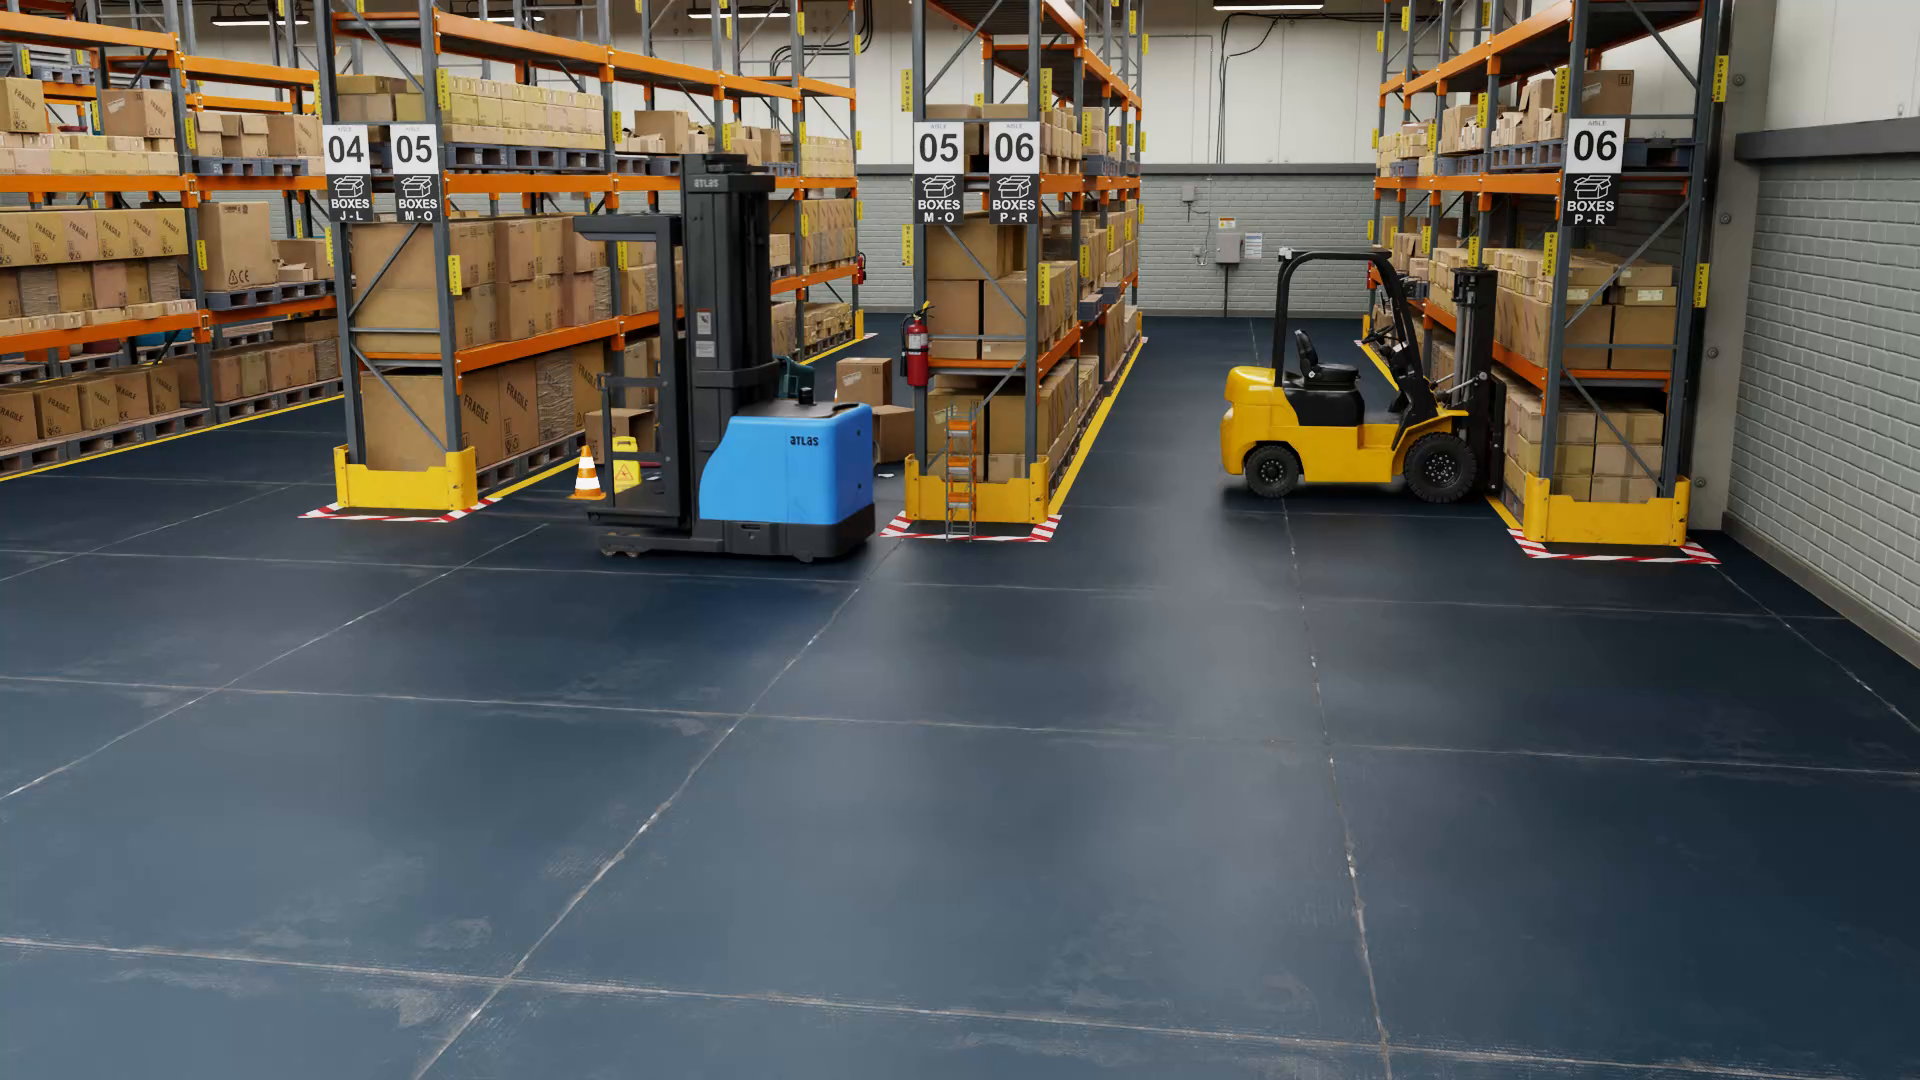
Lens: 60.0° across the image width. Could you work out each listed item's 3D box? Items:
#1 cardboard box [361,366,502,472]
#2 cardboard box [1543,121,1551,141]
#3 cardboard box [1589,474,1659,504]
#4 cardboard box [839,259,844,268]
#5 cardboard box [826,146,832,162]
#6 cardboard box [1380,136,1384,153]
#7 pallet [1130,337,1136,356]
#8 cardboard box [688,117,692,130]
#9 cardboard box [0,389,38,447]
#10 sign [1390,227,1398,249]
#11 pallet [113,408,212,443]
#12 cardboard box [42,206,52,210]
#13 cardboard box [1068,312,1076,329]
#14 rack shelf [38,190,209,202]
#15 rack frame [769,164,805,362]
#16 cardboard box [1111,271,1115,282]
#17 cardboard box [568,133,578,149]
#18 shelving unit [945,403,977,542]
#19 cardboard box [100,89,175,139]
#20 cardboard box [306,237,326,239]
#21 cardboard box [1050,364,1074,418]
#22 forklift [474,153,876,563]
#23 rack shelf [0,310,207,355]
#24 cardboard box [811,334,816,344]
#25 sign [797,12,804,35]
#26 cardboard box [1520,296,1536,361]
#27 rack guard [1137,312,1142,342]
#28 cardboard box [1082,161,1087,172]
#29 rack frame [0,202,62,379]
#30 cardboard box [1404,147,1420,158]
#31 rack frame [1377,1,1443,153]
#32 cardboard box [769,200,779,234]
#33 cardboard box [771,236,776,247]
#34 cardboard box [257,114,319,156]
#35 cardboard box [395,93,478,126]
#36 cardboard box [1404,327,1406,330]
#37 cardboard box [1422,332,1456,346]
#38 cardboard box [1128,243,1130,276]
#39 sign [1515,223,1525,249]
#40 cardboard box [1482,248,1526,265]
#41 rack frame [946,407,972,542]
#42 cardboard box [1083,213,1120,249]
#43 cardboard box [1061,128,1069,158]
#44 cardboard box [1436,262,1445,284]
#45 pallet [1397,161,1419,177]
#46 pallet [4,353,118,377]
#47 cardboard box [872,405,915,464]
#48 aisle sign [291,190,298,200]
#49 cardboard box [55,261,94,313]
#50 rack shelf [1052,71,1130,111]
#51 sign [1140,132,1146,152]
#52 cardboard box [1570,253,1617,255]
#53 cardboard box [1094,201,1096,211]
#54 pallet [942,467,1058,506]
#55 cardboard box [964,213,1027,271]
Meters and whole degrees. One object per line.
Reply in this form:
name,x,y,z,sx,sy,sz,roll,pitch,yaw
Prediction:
cardboard box,-4.738,-1.086,14.960,0.875,0.875,0.875,2,12,9
cardboard box,4.862,-3.257,13.228,0.380,0.149,0.250,2,12,7
cardboard box,5.303,-0.434,13.417,0.500,0.250,0.500,2,12,9
cardboard box,-2.203,-4.750,28.510,0.380,0.149,0.250,2,12,10
cardboard box,-2.384,-6.323,27.260,0.500,0.250,0.500,1,12,6
cardboard box,7.082,-6.401,26.918,0.500,0.250,0.500,2,12,8
pallet,2.354,-3.182,27.258,1.003,0.211,1.213,2,12,9
cardboard box,-3.742,-5.424,21.866,0.396,0.266,0.258,2,12,9
cardboard box,-9.492,-1.196,16.361,0.500,0.500,0.500,5,13,23
sign,6.343,-4.414,24.300,0.100,0.325,0.005,2,12,9
pallet,-9.116,-1.287,18.462,1.003,0.211,1.213,2,12,9
cardboard box,-16.939,-5.833,30.330,0.500,0.500,0.500,2,12,10
cardboard box,0.965,-2.218,16.761,0.380,0.149,0.250,2,12,10
rack shelf,-13.019,-5.315,25.123,1.077,0.370,4.000,2,12,9
rack frame,-2.932,-4.274,25.707,1.000,3.000,0.127,2,12,9
cardboard box,1.831,-3.539,22.652,0.500,0.250,0.500,2,12,11
cardboard box,-4.019,-3.961,16.495,0.380,0.149,0.250,2,12,9
shelving unit,0.008,-0.524,12.934,0.215,1.050,0.252,2,12,9
cardboard box,-8.865,-4.594,17.939,0.500,0.500,0.500,2,12,7
cardboard box,-8.476,-3.764,22.104,0.500,0.500,0.500,0,12,2
cardboard box,0.842,-1.460,16.396,0.500,0.500,0.500,2,12,10
forklift,-2.230,-1.415,12.604,3.031,2.935,1.130,3,13,14
rack shelf,-9.355,-2.023,16.967,1.077,0.370,4.000,2,12,9
cardboard box,-2.517,-3.207,26.523,0.380,0.149,0.250,2,12,10
sign,-2.383,-7.724,24.882,0.100,0.325,0.005,2,12,9
cardboard box,4.940,-1.744,13.730,0.500,0.500,0.500,2,12,10
rack guard,2.594,-3.751,29.210,1.175,0.500,0.348,2,12,9
cardboard box,1.153,-4.501,19.392,0.797,0.503,0.637,2,12,9
rack frame,-13.326,-3.784,23.431,1.000,3.000,0.127,2,12,9
cardboard box,6.286,-5.311,22.757,0.380,0.149,0.250,2,12,8
rack frame,7.495,-7.740,27.549,1.000,3.000,0.127,2,12,9
cardboard box,-3.127,-5.064,26.054,0.500,0.500,0.500,1,12,7
cardboard box,-2.923,-4.393,24.447,0.380,0.149,0.250,2,12,8
cardboard box,-8.418,-5.066,20.836,0.500,0.500,0.500,2,12,10
cardboard box,-4.450,-3.661,14.157,0.500,0.250,0.500,2,12,9
cardboard box,6.511,-2.754,23.587,0.500,0.500,0.500,2,12,8
cardboard box,6.091,-2.554,21.120,0.380,0.149,0.250,1,12,6
cardboard box,2.387,-4.378,25.949,0.500,0.500,0.500,2,12,9
sign,6.814,-3.691,20.251,0.100,0.325,0.005,2,12,9
cardboard box,5.307,-2.764,16.217,0.380,0.149,0.250,2,12,10
rack frame,-0.011,-0.499,12.816,0.200,1.050,0.008,2,12,9
cardboard box,1.985,-4.359,23.487,0.500,0.500,0.500,2,12,10
cardboard box,0.710,-3.590,15.063,0.500,0.250,0.500,2,12,10
cardboard box,5.877,-3.125,19.541,0.500,0.250,0.500,2,12,10
pallet,6.554,-5.000,22.400,1.213,0.211,1.003,2,12,9
pallet,-13.246,-2.586,24.493,1.003,0.211,1.213,2,12,9
cardboard box,-0.765,-1.070,16.765,0.500,0.500,0.500,-10,16,-40
aisle sign,-12.379,-6.745,30.999,0.394,0.787,0.004,2,12,9
cardboard box,-9.385,-2.580,16.903,0.875,0.500,0.500,2,12,9
rack shelf,1.667,-6.104,22.614,1.077,0.370,4.000,2,12,9
sign,3.124,-6.808,28.428,0.100,0.325,0.005,2,12,9
cardboard box,5.756,-2.531,15.133,0.380,0.149,0.250,2,12,8
cardboard box,1.904,-5.167,25.699,0.380,0.149,0.250,2,12,9
pallet,0.301,-0.458,14.616,1.003,0.211,1.213,2,12,9
cardboard box,0.268,-2.747,15.305,0.700,0.500,0.500,2,12,8
